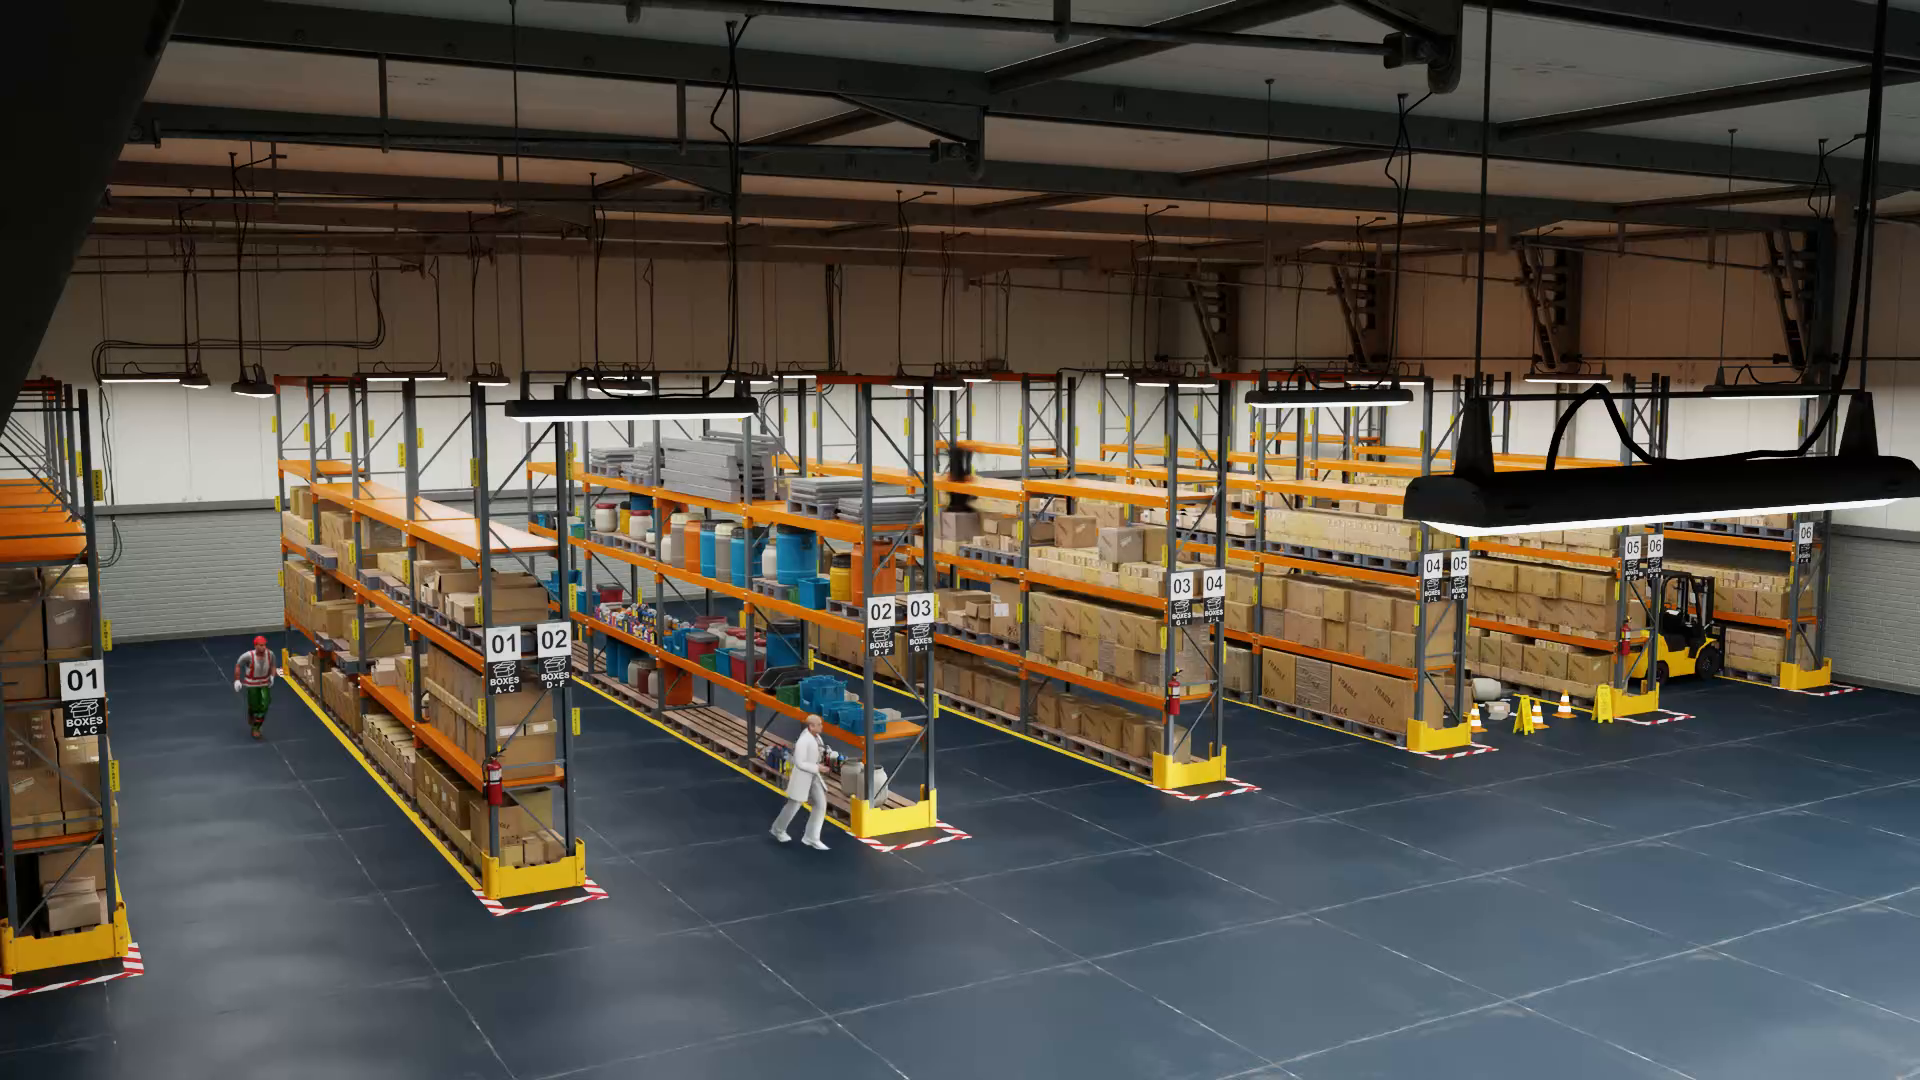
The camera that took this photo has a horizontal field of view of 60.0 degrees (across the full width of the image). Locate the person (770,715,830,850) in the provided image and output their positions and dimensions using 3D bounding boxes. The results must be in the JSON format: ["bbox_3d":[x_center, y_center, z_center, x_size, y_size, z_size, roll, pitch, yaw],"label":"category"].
[{"bbox_3d":[-2.091,3.118,21.546,0.857,1.795,0.691,3,7,27],"label":"person"}]

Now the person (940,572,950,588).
[{"bbox_3d":[-0.515,0.800,42.884,0.572,1.674,0.901,3,7,27],"label":"person"}]

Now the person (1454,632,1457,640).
[{"bbox_3d":[10.689,1.692,35.760,0.755,1.490,0.627,6,8,43],"label":"person"}]

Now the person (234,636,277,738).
[{"bbox_3d":[-11.792,2.437,27.873,0.704,1.715,0.669,6,9,45],"label":"person"}]
